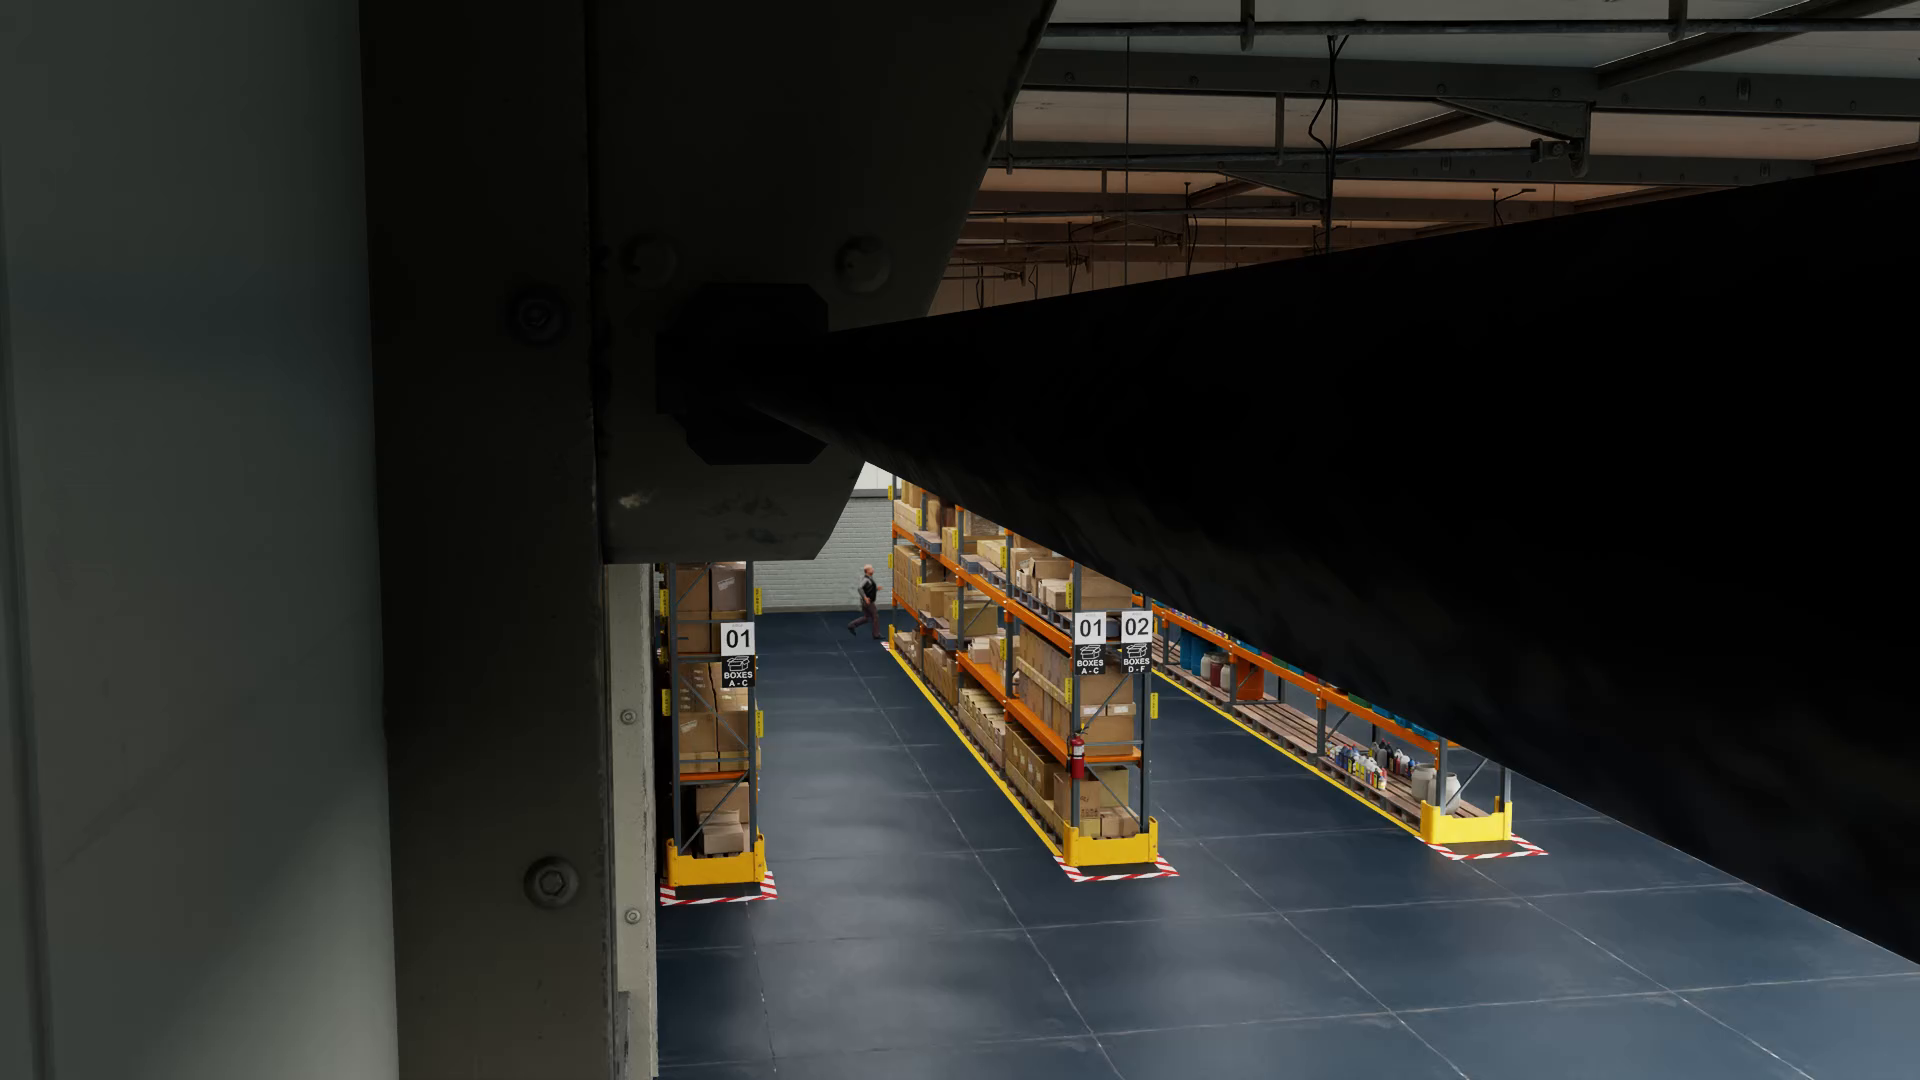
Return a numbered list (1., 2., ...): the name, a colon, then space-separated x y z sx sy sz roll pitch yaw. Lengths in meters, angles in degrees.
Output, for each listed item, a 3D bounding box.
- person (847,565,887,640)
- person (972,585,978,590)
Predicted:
1. person: -2.112 1.405 37.565 0.908 1.703 0.643 -1 6 -6
2. person: 0.151 1.485 37.359 0.676 1.635 0.657 -5 8 -41
